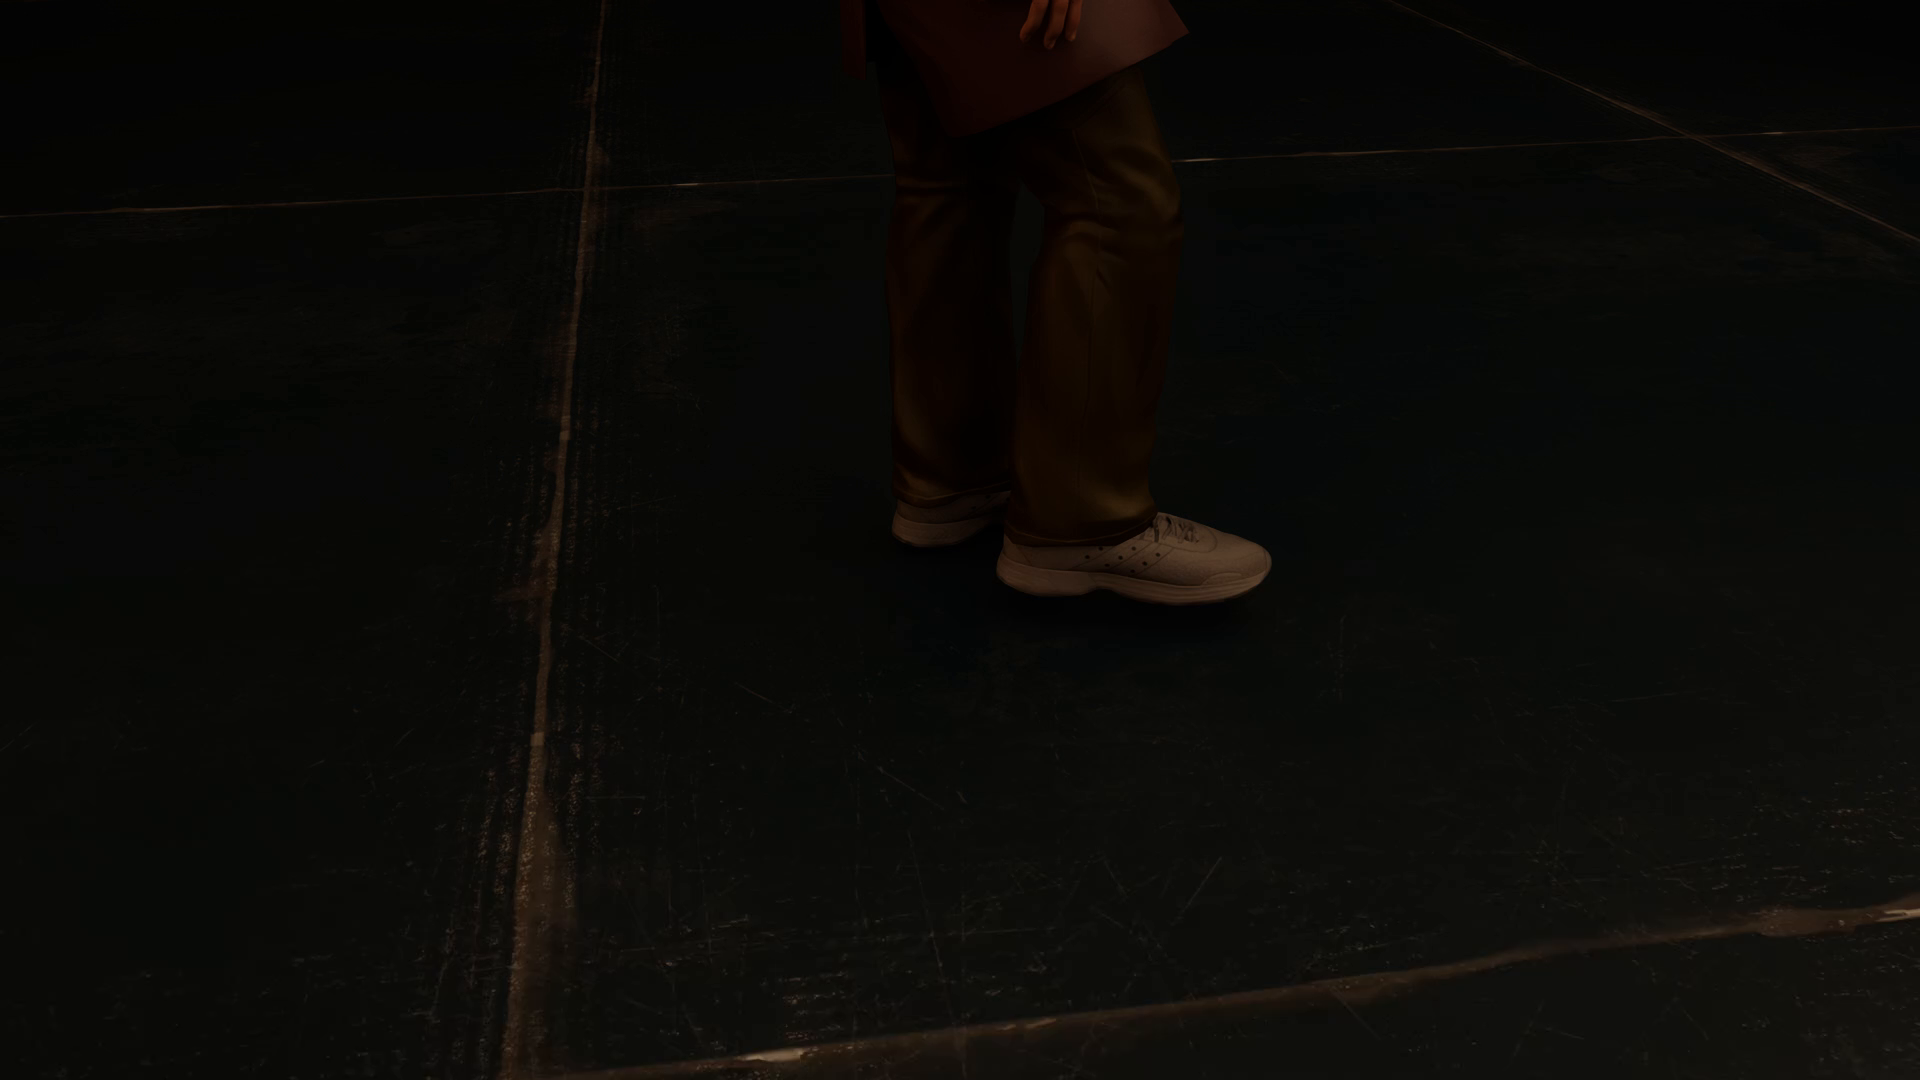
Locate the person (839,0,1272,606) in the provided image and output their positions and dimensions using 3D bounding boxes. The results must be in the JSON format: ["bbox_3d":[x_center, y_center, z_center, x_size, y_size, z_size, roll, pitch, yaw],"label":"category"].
[{"bbox_3d":[0.091,-0.797,2.089,0.583,1.775,0.696,-5,28,-9],"label":"person"}]
